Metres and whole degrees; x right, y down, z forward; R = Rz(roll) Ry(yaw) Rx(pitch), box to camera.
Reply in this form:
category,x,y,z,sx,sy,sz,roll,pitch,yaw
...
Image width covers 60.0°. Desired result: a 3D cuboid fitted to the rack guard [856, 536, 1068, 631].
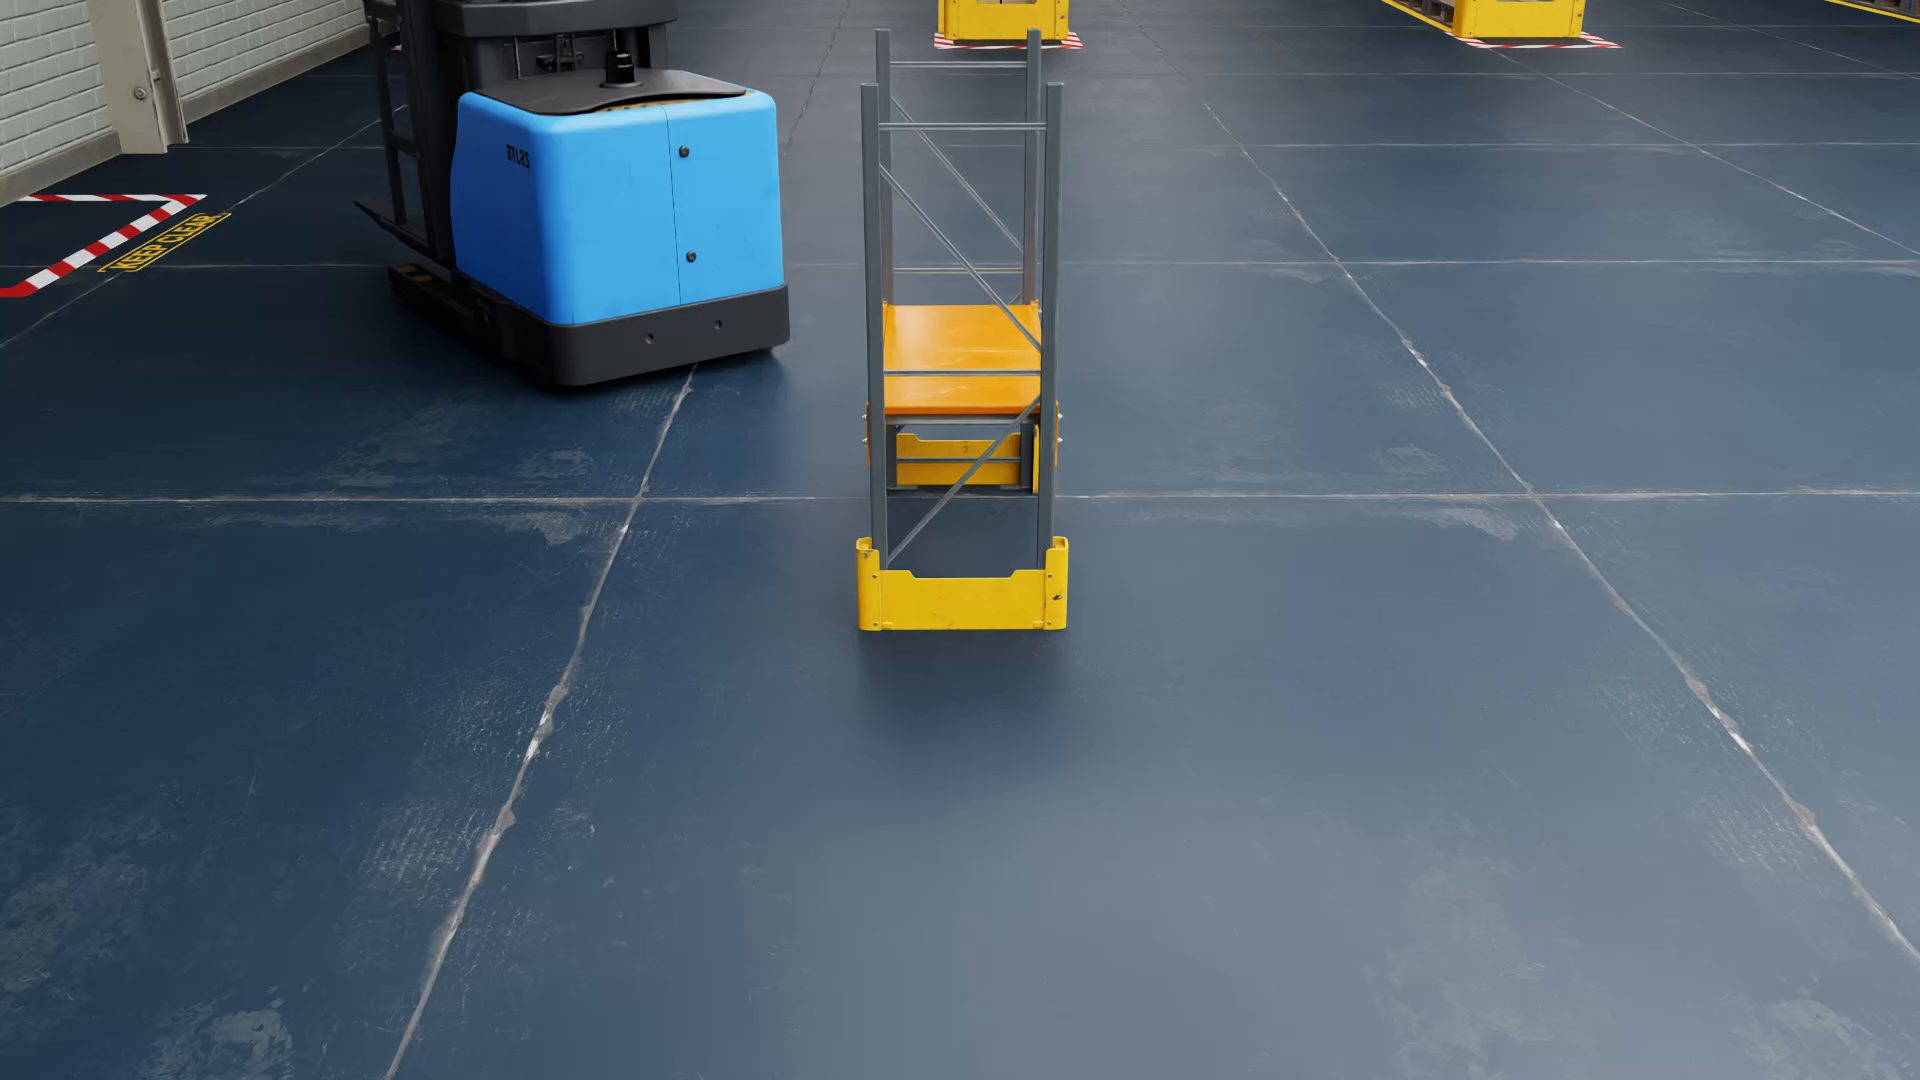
category,x,y,z,sx,sy,sz,roll,pitch,yaw
rack guard,0.006,0.123,4.675,0.587,0.250,0.087,0,24,-1

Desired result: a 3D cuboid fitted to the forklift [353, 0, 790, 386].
category,x,y,z,sx,sy,sz,roll,pitch,yaw
forklift,-1.979,-2.473,7.162,1.130,2.935,3.031,-17,29,-32

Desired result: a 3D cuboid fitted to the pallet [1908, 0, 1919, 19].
category,x,y,z,sx,sy,sz,roll,pitch,yaw
pallet,10.366,-5.309,16.733,1.003,0.211,1.213,0,24,-1

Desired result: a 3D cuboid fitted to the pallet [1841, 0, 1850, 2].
category,x,y,z,sx,sy,sz,roll,pitch,yaw
pallet,10.339,-6.315,18.956,1.003,0.211,1.213,0,24,-1

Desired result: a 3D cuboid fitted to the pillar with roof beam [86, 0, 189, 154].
category,x,y,z,sx,sy,sz,roll,pitch,yaw
pillar with roof beam,-1.022,-6.712,9.170,9.100,9.000,0.400,0,24,-1

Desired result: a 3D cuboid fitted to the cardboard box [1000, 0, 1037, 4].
category,x,y,z,sx,sy,sz,roll,pitch,yaw
cardboard box,0.651,-5.331,16.224,0.500,0.250,0.500,0,24,-1

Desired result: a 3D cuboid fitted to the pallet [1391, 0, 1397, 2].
category,x,y,z,sx,sy,sz,roll,pitch,yaw
pallet,5.309,-6.292,18.906,1.003,0.211,1.213,0,24,-1

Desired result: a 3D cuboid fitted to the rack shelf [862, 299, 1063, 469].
category,x,y,z,sx,sy,sz,roll,pitch,yaw
rack shelf,0.001,-0.484,4.937,0.538,0.185,1.000,0,24,-1

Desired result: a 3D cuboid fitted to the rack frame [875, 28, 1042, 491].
category,x,y,z,sx,sy,sz,roll,pitch,yaw
rack frame,-0.005,-0.858,5.326,0.500,1.500,0.032,0,24,-1

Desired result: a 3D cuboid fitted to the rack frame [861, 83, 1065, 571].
category,x,y,z,sx,sy,sz,roll,pitch,yaw
rack frame,0.006,-0.439,4.400,0.500,1.500,0.032,0,24,-1

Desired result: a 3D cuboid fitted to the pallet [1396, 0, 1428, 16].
category,x,y,z,sx,sy,sz,roll,pitch,yaw
pallet,5.326,-5.788,17.791,1.003,0.211,1.213,0,24,-1

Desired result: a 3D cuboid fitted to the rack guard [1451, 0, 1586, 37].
category,x,y,z,sx,sy,sz,roll,pitch,yaw
rack guard,5.339,-5.083,15.883,1.175,0.500,0.348,0,24,-1

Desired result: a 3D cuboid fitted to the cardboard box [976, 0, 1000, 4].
category,x,y,z,sx,sy,sz,roll,pitch,yaw
cardboard box,0.133,-5.329,16.219,0.500,0.250,0.500,0,24,-1

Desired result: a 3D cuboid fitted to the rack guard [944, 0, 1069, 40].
category,x,y,z,sx,sy,sz,roll,pitch,yaw
rack guard,0.434,-5.022,15.746,1.175,0.500,0.348,0,24,-1

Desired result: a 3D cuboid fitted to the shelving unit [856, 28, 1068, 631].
category,x,y,z,sx,sy,sz,roll,pitch,yaw
shelving unit,0.001,-0.652,4.871,0.587,1.500,1.083,0,24,-1

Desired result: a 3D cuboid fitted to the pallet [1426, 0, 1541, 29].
category,x,y,z,sx,sy,sz,roll,pitch,yaw
pallet,5.336,-5.287,16.683,1.003,0.211,1.213,0,24,-1

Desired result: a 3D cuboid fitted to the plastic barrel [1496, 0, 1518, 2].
category,x,y,z,sx,sy,sz,roll,pitch,yaw
plastic barrel,5.304,-5.520,16.324,0.421,0.512,0.421,0,24,0

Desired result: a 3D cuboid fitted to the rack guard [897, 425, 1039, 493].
category,x,y,z,sx,sy,sz,roll,pitch,yaw
rack guard,-0.005,-0.288,5.583,0.587,0.250,0.087,0,24,-1

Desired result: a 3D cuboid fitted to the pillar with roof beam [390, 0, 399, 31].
category,x,y,z,sx,sy,sz,roll,pitch,yaw
pillar with roof beam,-1.087,-9.184,14.636,9.100,9.000,0.400,0,24,-1

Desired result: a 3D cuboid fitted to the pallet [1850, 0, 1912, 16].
category,x,y,z,sx,sy,sz,roll,pitch,yaw
pallet,10.355,-5.811,17.841,1.003,0.211,1.213,0,24,-1
